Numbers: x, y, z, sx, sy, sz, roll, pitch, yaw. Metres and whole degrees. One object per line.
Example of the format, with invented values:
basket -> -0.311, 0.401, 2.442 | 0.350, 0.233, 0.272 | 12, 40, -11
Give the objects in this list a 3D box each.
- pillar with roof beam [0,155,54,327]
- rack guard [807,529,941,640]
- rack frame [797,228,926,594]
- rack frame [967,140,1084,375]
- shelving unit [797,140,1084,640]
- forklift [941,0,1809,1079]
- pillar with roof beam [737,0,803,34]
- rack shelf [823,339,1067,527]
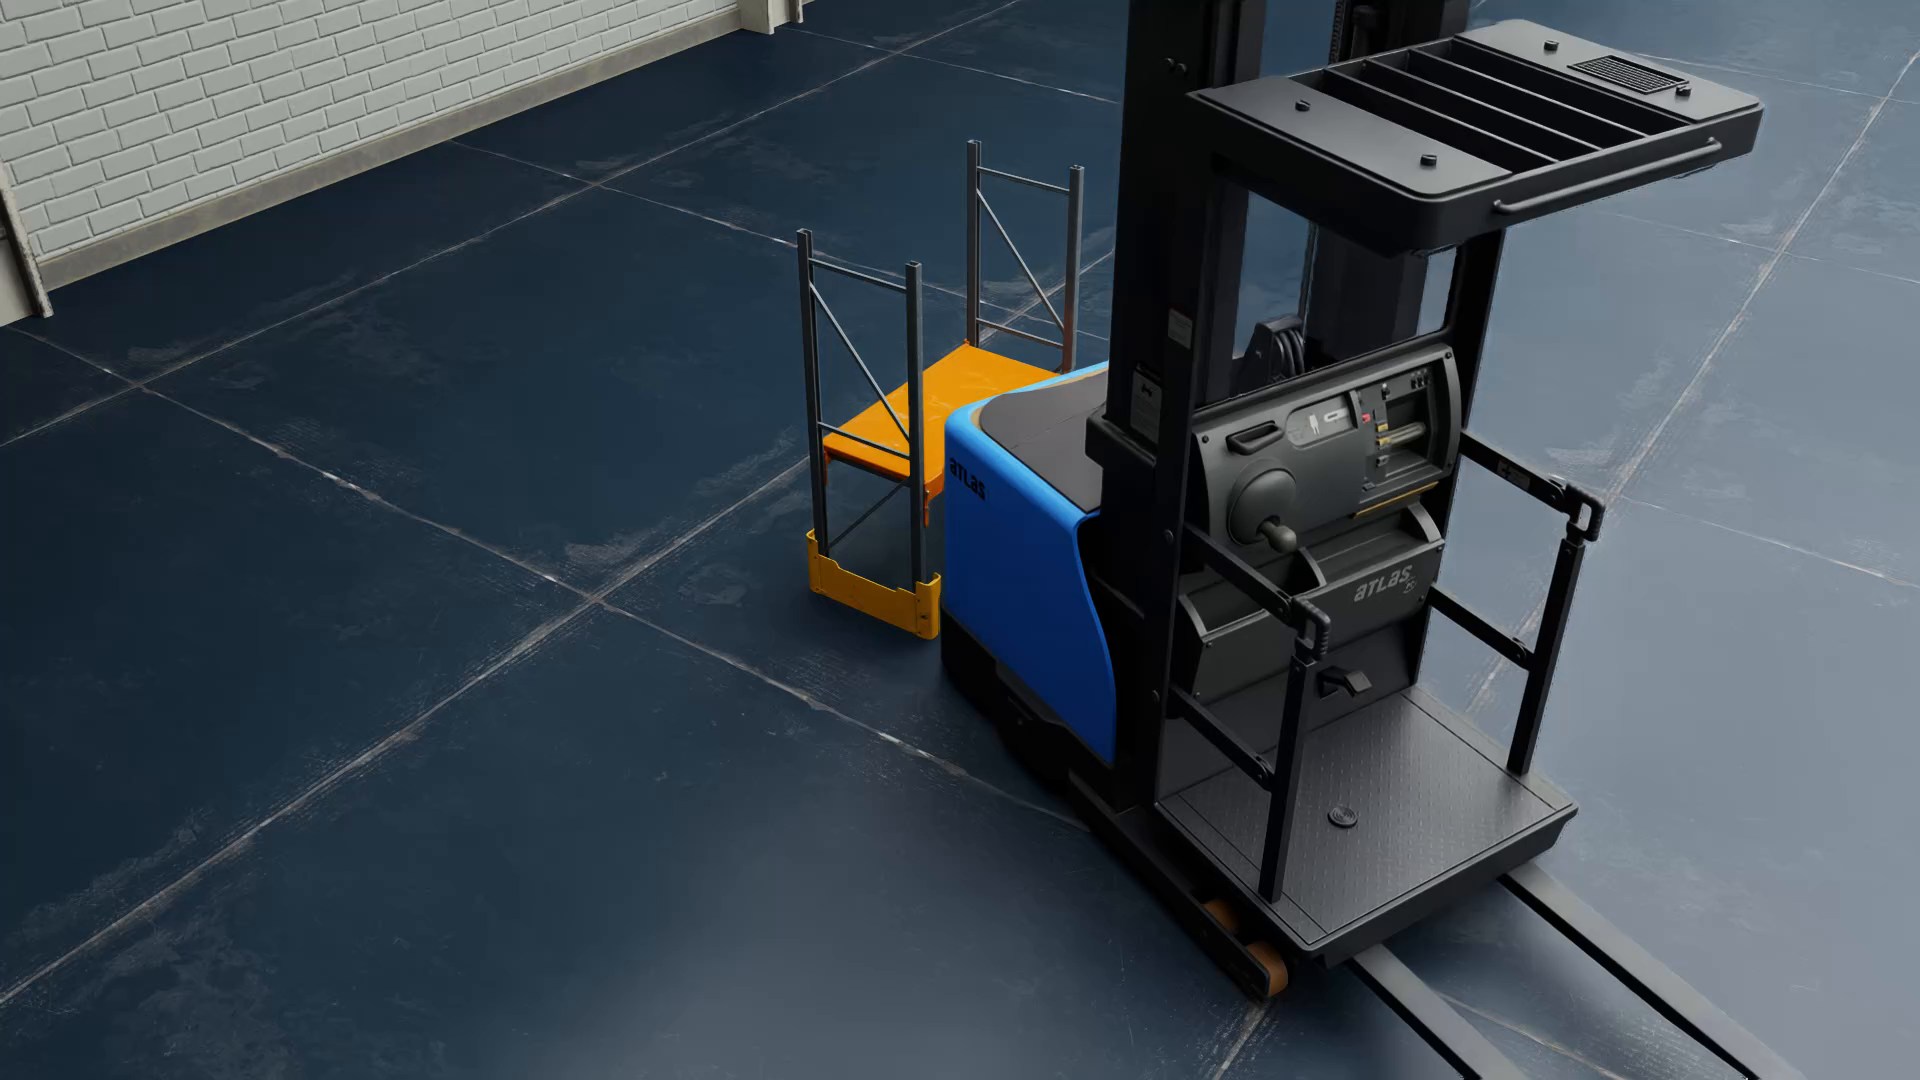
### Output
pillar with roof beam -> -1.302, -3.459, 3.831 | 9.100, 9.000, 0.400 | 21, 39, 28
rack guard -> -0.327, 0.161, 6.289 | 0.587, 0.250, 0.087 | 21, 39, 28
rack frame -> -0.339, -0.348, 5.926 | 0.500, 1.500, 0.032 | 21, 39, 28
rack frame -> 0.241, -0.816, 6.618 | 0.500, 1.500, 0.032 | 21, 39, 28
shelving unit -> -0.043, -0.586, 6.278 | 0.587, 1.500, 1.083 | 21, 39, 28
forklift -> 1.139, -0.195, 4.421 | 1.130, 2.935, 3.031 | -19, 39, -26
pillar with roof beam -> 2.119, -6.220, 7.914 | 9.100, 9.000, 0.400 | 21, 39, 28
rack shelf -> -0.049, -0.433, 6.373 | 0.538, 0.185, 1.000 | 21, 39, 28
